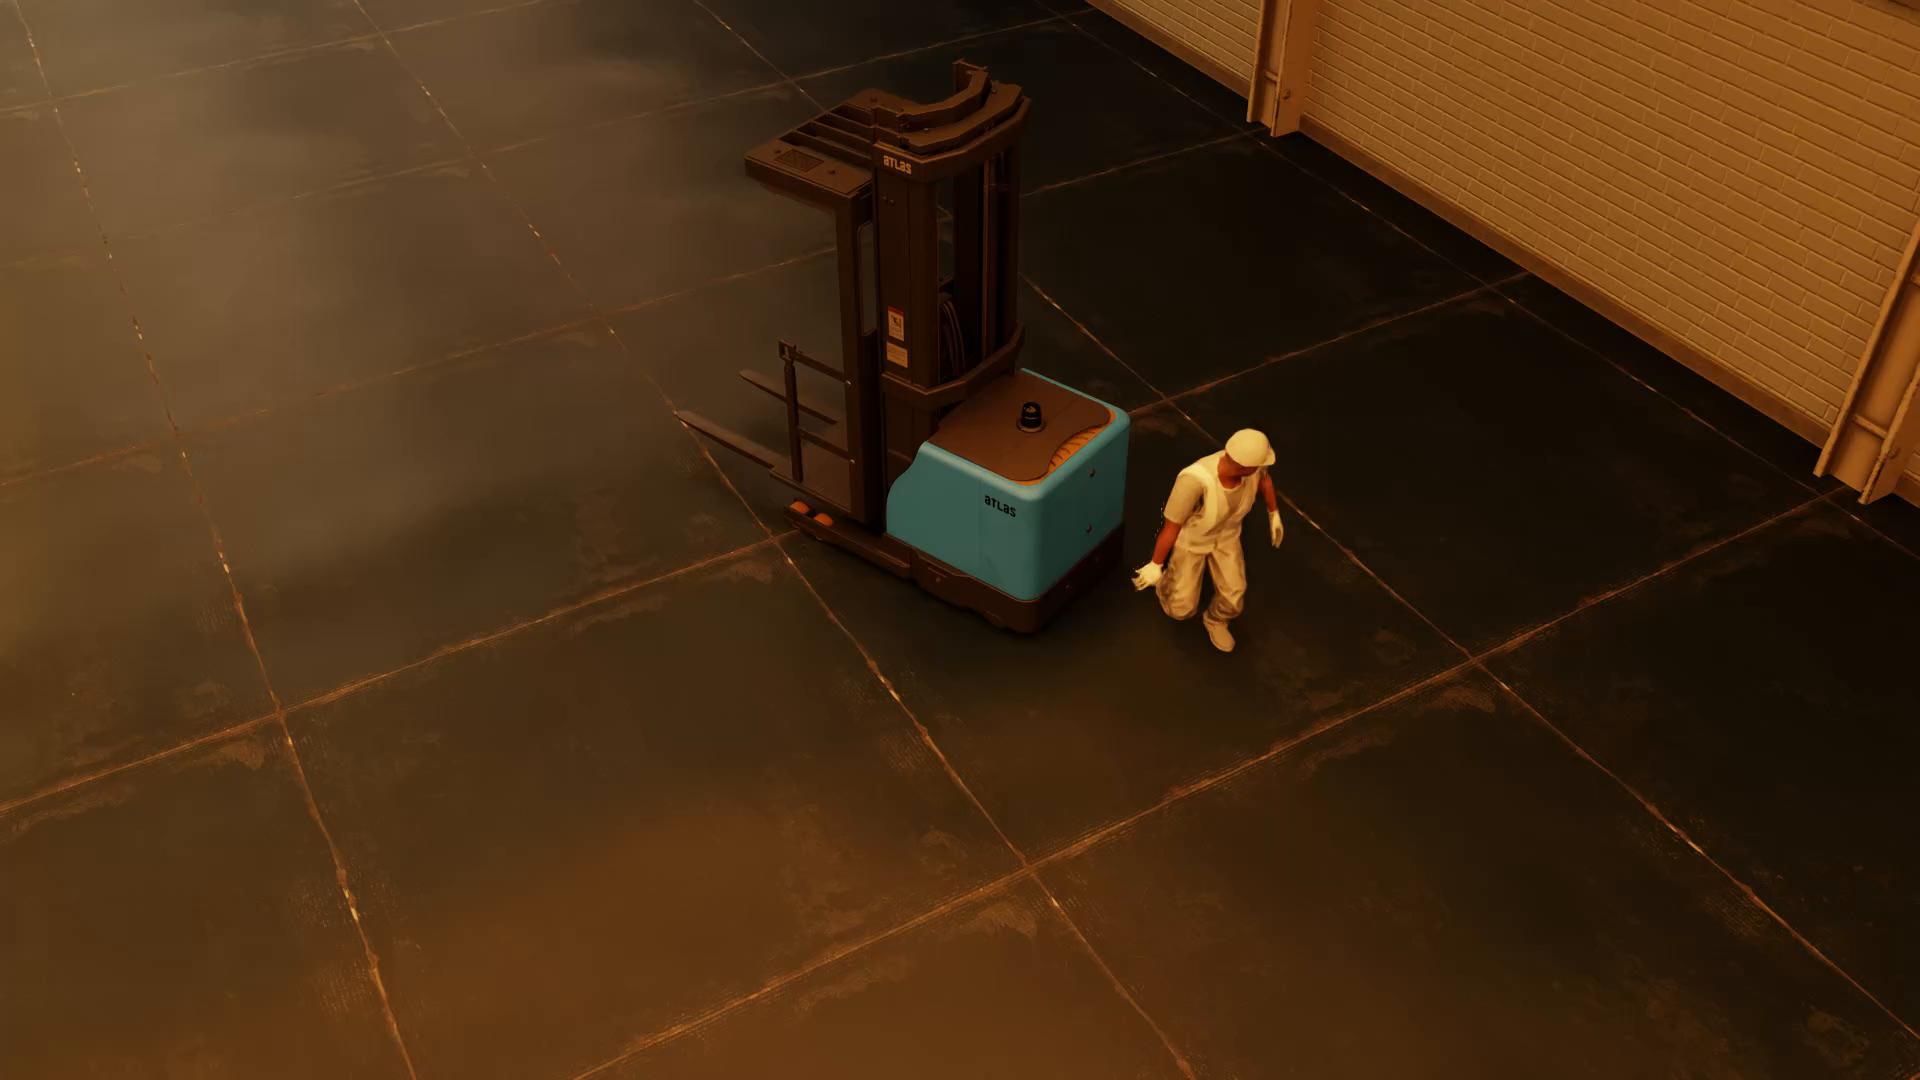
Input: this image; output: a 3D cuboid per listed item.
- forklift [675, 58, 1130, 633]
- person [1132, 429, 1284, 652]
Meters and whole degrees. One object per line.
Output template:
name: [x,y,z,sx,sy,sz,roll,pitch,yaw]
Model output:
forklift: [-0.481,-1.366,9.683,3.031,2.935,1.130,26,46,28]
person: [1.346,-0.050,9.182,0.913,1.576,0.625,-12,41,-14]
